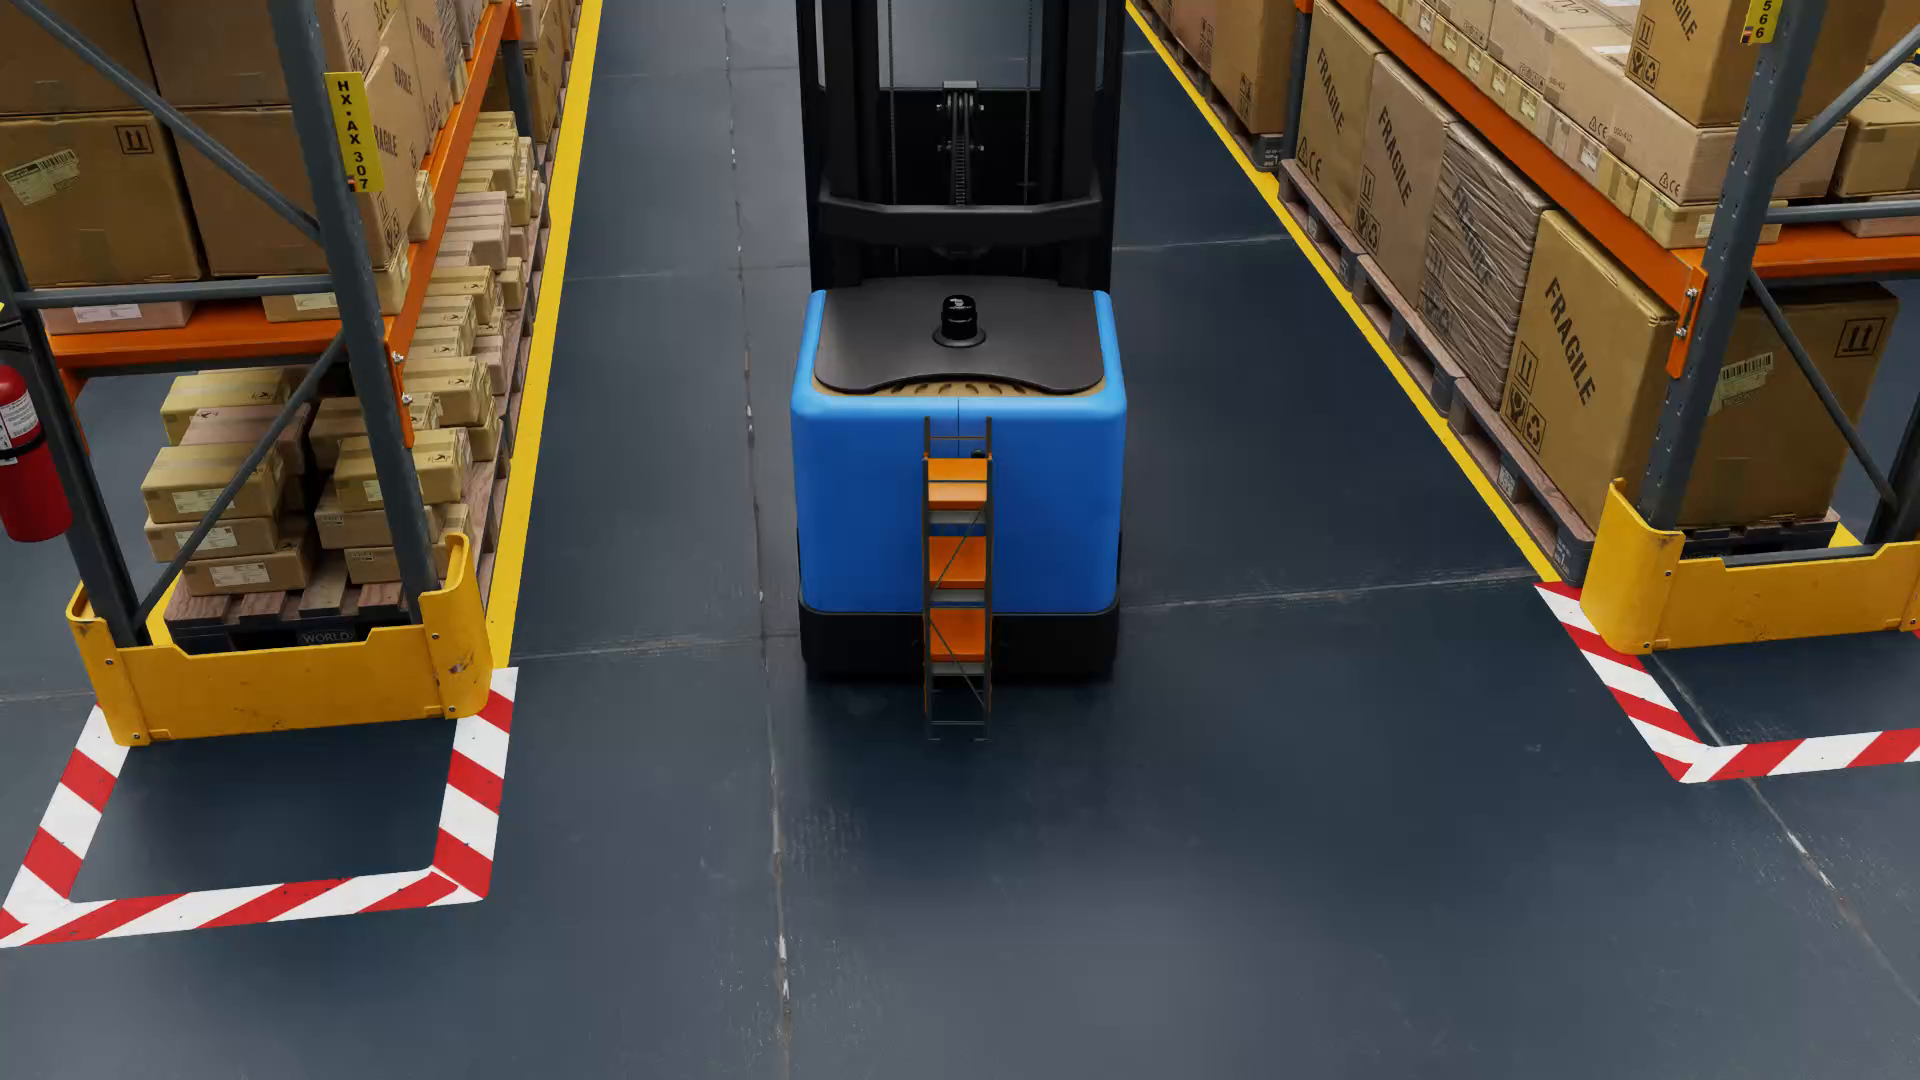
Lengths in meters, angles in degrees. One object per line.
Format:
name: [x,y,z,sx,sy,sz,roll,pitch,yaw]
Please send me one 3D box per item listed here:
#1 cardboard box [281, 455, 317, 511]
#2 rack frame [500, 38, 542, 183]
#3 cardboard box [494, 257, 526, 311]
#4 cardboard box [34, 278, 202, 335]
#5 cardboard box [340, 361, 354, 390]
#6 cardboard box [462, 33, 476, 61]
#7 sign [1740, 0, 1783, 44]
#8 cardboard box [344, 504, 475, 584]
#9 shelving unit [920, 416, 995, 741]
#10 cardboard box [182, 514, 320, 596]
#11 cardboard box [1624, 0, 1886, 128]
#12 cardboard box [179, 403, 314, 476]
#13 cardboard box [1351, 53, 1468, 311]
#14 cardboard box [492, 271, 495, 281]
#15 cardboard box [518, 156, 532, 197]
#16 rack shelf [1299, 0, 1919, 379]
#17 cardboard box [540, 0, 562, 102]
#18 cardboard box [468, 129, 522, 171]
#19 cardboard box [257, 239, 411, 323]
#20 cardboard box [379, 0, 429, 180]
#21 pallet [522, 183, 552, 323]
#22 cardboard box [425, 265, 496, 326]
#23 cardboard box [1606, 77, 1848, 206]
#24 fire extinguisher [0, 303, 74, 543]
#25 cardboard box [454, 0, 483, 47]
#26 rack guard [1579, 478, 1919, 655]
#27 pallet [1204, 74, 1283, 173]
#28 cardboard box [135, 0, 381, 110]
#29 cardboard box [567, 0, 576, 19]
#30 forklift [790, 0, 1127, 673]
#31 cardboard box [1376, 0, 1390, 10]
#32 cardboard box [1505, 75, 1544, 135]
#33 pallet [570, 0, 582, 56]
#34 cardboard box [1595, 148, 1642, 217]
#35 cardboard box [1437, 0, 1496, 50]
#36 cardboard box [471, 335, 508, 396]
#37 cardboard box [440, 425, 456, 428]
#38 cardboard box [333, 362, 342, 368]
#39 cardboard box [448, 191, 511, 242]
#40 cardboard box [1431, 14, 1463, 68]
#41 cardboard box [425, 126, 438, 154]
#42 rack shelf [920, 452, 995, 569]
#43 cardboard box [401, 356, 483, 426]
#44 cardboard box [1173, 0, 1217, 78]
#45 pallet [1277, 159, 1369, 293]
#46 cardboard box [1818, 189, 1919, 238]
cardboard box: [-2.474,-0.217,5.799,0.380,0.149,0.250,-5,35,-7]
rack frame: [-2.676,-2.908,7.854,1.000,3.000,0.127,-4,35,-6]
cardboard box: [-2.147,-1.133,7.407,0.380,0.149,0.250,-4,35,-6]
cardboard box: [-2.462,-0.733,4.885,0.380,0.149,0.250,-4,35,-6]
cardboard box: [-2.660,-0.668,6.725,0.380,0.149,0.250,-4,34,-5]
cardboard box: [-2.210,-2.078,6.859,0.380,0.149,0.250,-6,35,-8]
sign: [2.251,-1.538,4.605,0.100,0.325,0.005,-4,35,-6]
cardboard box: [-1.891,0.012,5.727,0.380,0.149,0.250,-4,34,-5]
shelving unit: [-0.006,0.138,5.116,0.215,1.050,0.252,0,34,0]
cardboard box: [-2.416,0.051,5.671,0.380,0.149,0.250,-4,34,-6]
cardboard box: [2.464,-1.618,5.164,0.500,0.500,0.500,-4,34,-6]
cardboard box: [-2.437,-0.338,5.713,0.380,0.149,0.250,-4,34,-5]
cardboard box: [2.383,-1.646,7.516,0.875,0.875,0.875,-4,35,-6]
cardboard box: [-2.210,-1.137,7.150,0.380,0.149,0.250,-6,35,-9]
cardboard box: [-2.270,-1.725,8.012,0.380,0.149,0.250,-6,35,-9]
rack shelf: [2.521,-1.814,6.887,1.077,0.370,4.000,-4,35,-6]
cardboard box: [-2.586,-2.776,9.507,0.500,0.500,0.500,-3,34,-4]
cardboard box: [-2.297,-1.831,7.903,0.380,0.149,0.250,-4,34,-6]
cardboard box: [-1.857,-0.778,4.951,0.380,0.149,0.250,-5,35,-7]
cardboard box: [-2.022,-1.408,5.300,0.500,0.500,0.500,-4,35,-6]
pallet: [-2.551,-1.384,8.093,1.003,0.211,1.213,-4,35,-6]
cardboard box: [-2.069,-0.968,6.637,0.380,0.149,0.250,-4,34,-6]
cardboard box: [2.462,-1.306,5.372,0.500,0.250,0.500,-5,35,-7]
fire extinguisher: [-2.562,-0.314,4.447,0.296,0.674,0.183,-4,35,-6]
cardboard box: [-2.197,-2.256,6.544,0.500,0.500,0.500,-5,35,-7]
rack guard: [2.794,0.051,5.731,1.175,0.500,0.348,-4,35,-6]
pallet: [2.074,-2.500,9.731,1.003,0.211,1.213,-4,35,-6]
cardboard box: [-1.936,-1.524,4.582,0.500,0.500,0.500,-5,35,-7]
cardboard box: [-2.800,-3.643,10.779,0.500,0.500,0.500,-3,34,-4]
forklift: [0.003,-1.566,5.945,1.130,2.935,3.031,0,34,0]
cardboard box: [2.071,-2.493,7.468,0.380,0.149,0.250,-5,35,-8]
cardboard box: [2.277,-1.635,6.209,0.380,0.149,0.250,-5,35,-7]
pallet: [-3.110,-3.552,11.274,1.003,0.211,1.213,-4,35,-6]
cardboard box: [2.380,-1.210,5.585,0.380,0.149,0.250,-4,34,-6]
cardboard box: [2.252,-2.164,6.631,0.500,0.250,0.500,-4,35,-6]
cardboard box: [-2.050,-0.698,6.769,0.380,0.149,0.250,-6,35,-9]
cardboard box: [-2.056,-0.393,6.058,0.380,0.149,0.250,-4,34,-6]
cardboard box: [-2.662,-0.789,6.639,0.380,0.149,0.250,-3,34,-4]
cardboard box: [-2.171,-1.398,7.268,0.380,0.149,0.250,-6,35,-9]
cardboard box: [2.174,-2.063,6.837,0.380,0.149,0.250,-5,35,-8]
cardboard box: [-2.103,-1.498,6.008,0.380,0.149,0.250,-5,35,-7]
rack shelf: [-0.006,-0.088,4.962,0.215,0.259,0.240,0,34,0]
cardboard box: [-1.935,-0.530,5.995,0.380,0.149,0.250,-4,35,-7]
cardboard box: [2.025,-3.377,10.056,1.225,0.875,0.875,-6,35,-8]
pallet: [2.277,-1.645,8.476,1.003,0.211,1.213,-4,35,-6]
cardboard box: [3.070,-1.114,5.445,0.380,0.149,0.250,-4,34,-6]
